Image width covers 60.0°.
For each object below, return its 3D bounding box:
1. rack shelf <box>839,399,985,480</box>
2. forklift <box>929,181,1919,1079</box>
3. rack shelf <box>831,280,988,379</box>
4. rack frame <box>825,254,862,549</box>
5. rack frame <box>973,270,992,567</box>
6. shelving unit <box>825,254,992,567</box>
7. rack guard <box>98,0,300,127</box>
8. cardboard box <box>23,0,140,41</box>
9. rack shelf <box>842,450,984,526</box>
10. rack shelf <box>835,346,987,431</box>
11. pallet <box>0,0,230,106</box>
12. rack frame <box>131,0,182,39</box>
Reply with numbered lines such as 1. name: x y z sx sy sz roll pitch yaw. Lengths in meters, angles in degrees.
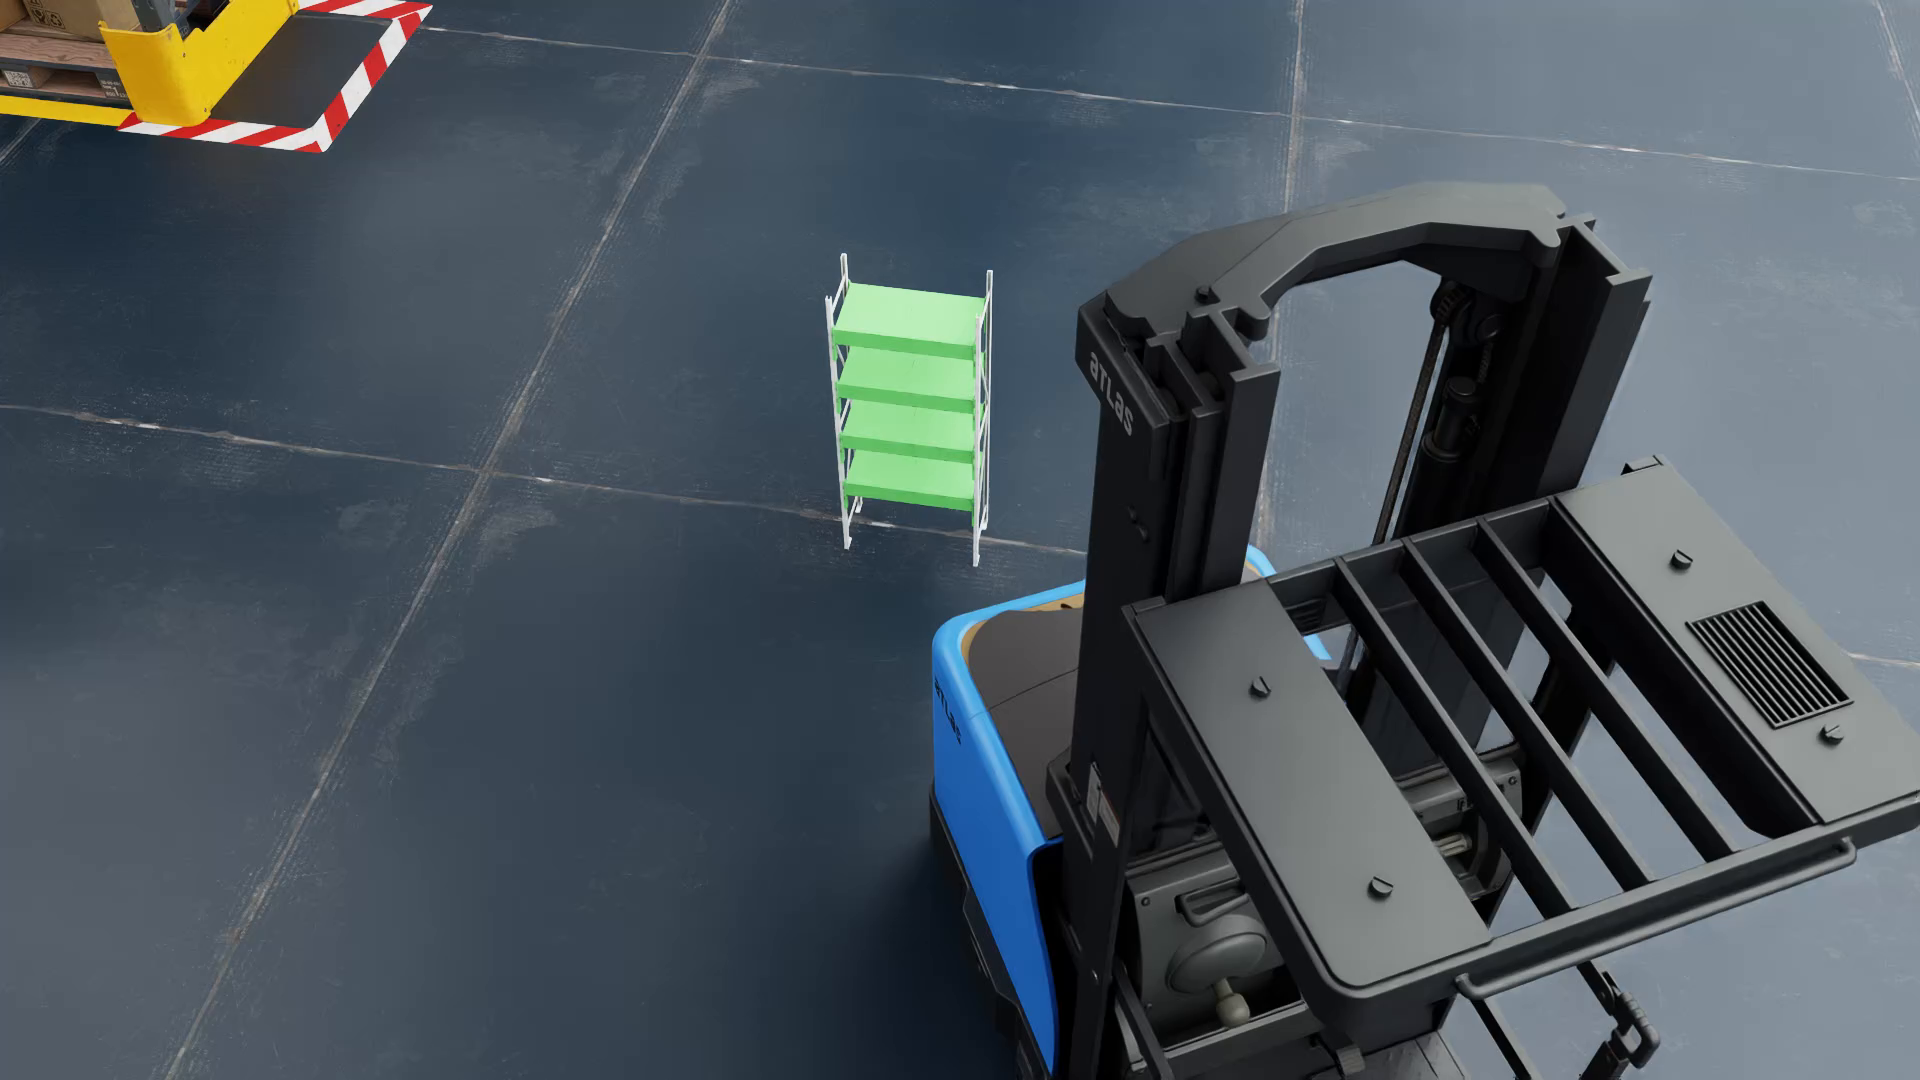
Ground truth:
1. rack shelf: -0.163 -0.380 5.871 0.480 0.148 0.258 8 49 7
2. forklift: 0.883 0.877 3.492 1.130 2.935 3.031 -15 50 -13
3. rack shelf: -0.163 -0.701 5.514 0.480 0.148 0.258 8 49 7
4. rack frame: -0.403 -0.455 5.852 0.015 1.200 0.240 8 49 7
5. rack frame: 0.077 -0.391 5.794 0.015 1.200 0.240 8 49 7
6. shelving unit: -0.163 -0.423 5.823 0.503 1.200 0.258 8 49 7
7. rack guard: -3.748 -2.608 8.257 0.348 0.500 1.175 8 49 7
8. cardboard box: -4.285 -2.833 8.177 0.500 0.500 0.500 16 50 14
9. rack shelf: -0.163 -0.220 6.049 0.480 0.148 0.258 8 49 7
10. rack shelf: -0.163 -0.541 5.692 0.480 0.148 0.258 8 49 7
11. pallet: -4.541 -2.645 8.484 1.213 0.211 1.003 8 49 7
12. rack frame: -3.673 -3.433 7.318 0.127 3.000 1.000 8 49 7
